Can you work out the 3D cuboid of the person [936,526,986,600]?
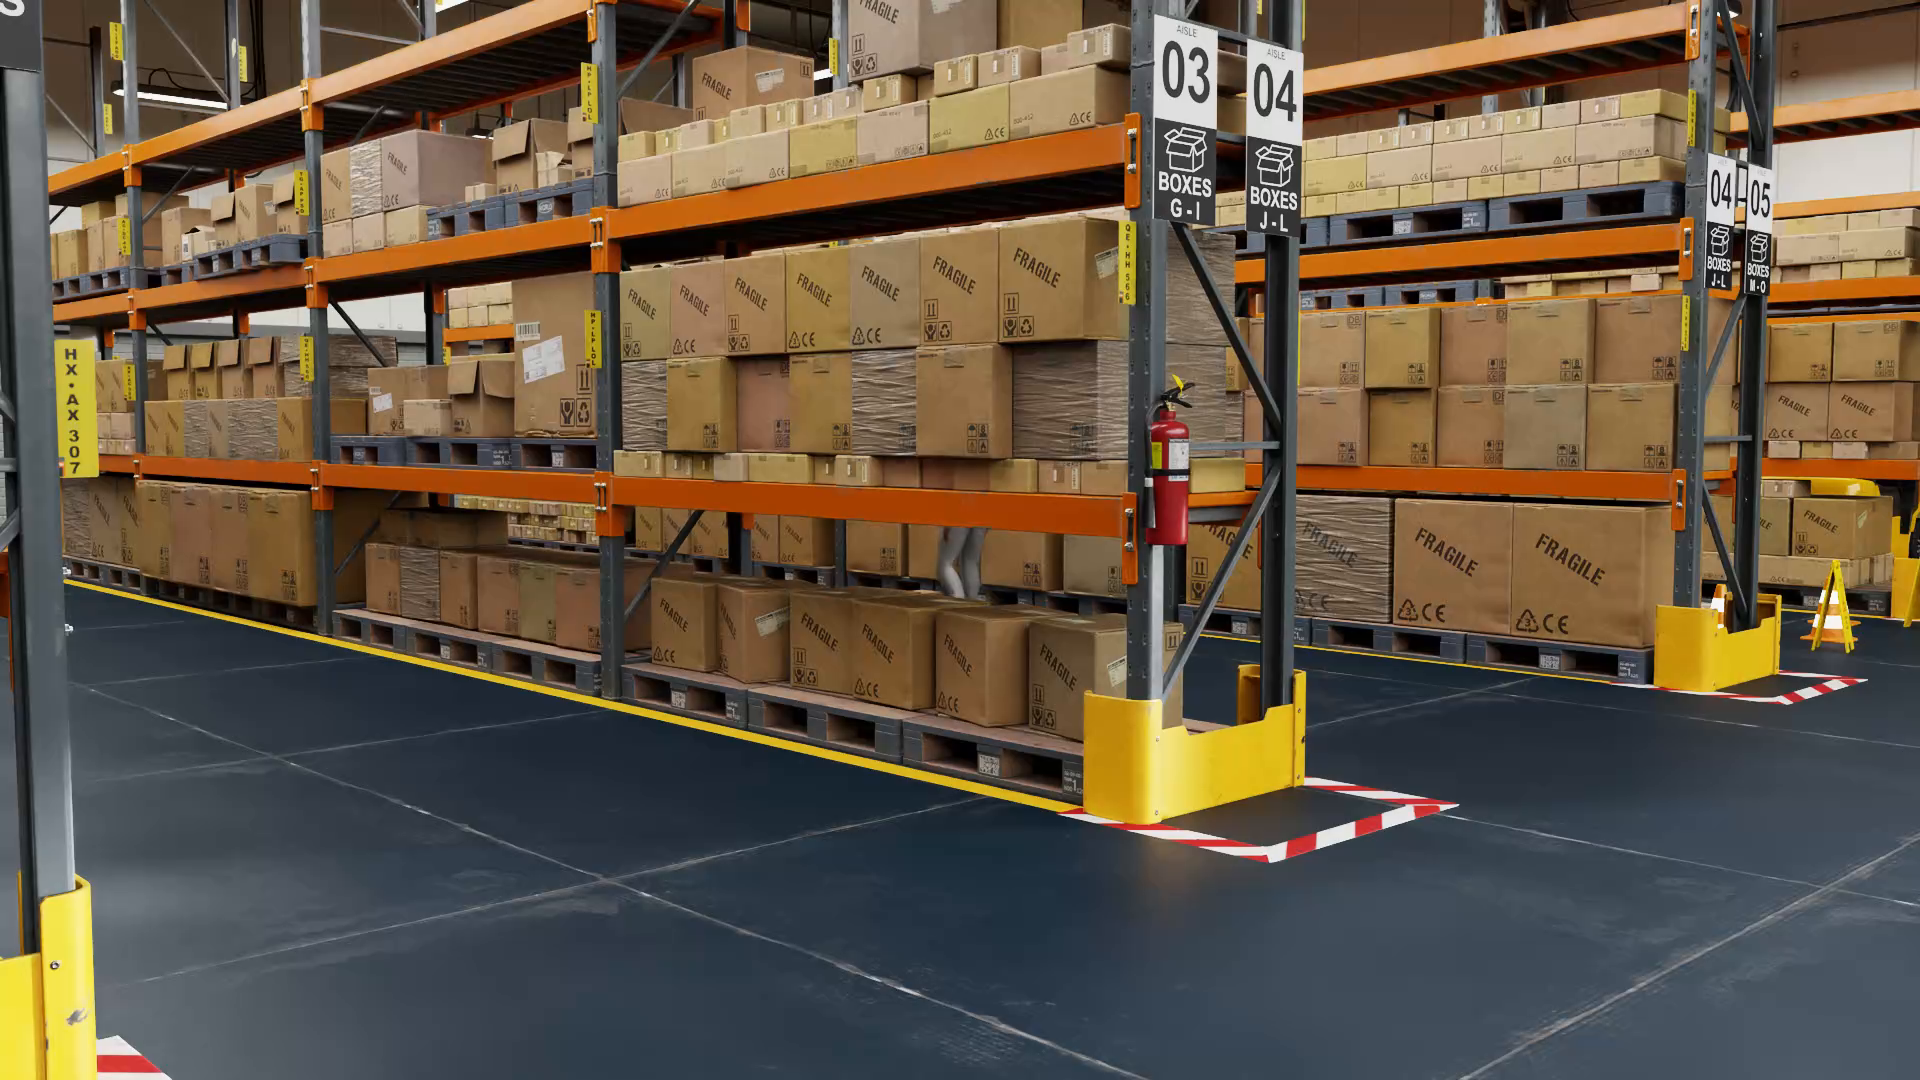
[{"bbox_3d":[0.029,-0.131,12.969,0.481,1.718,0.495,-4,6,-44],"label":"person"}]
